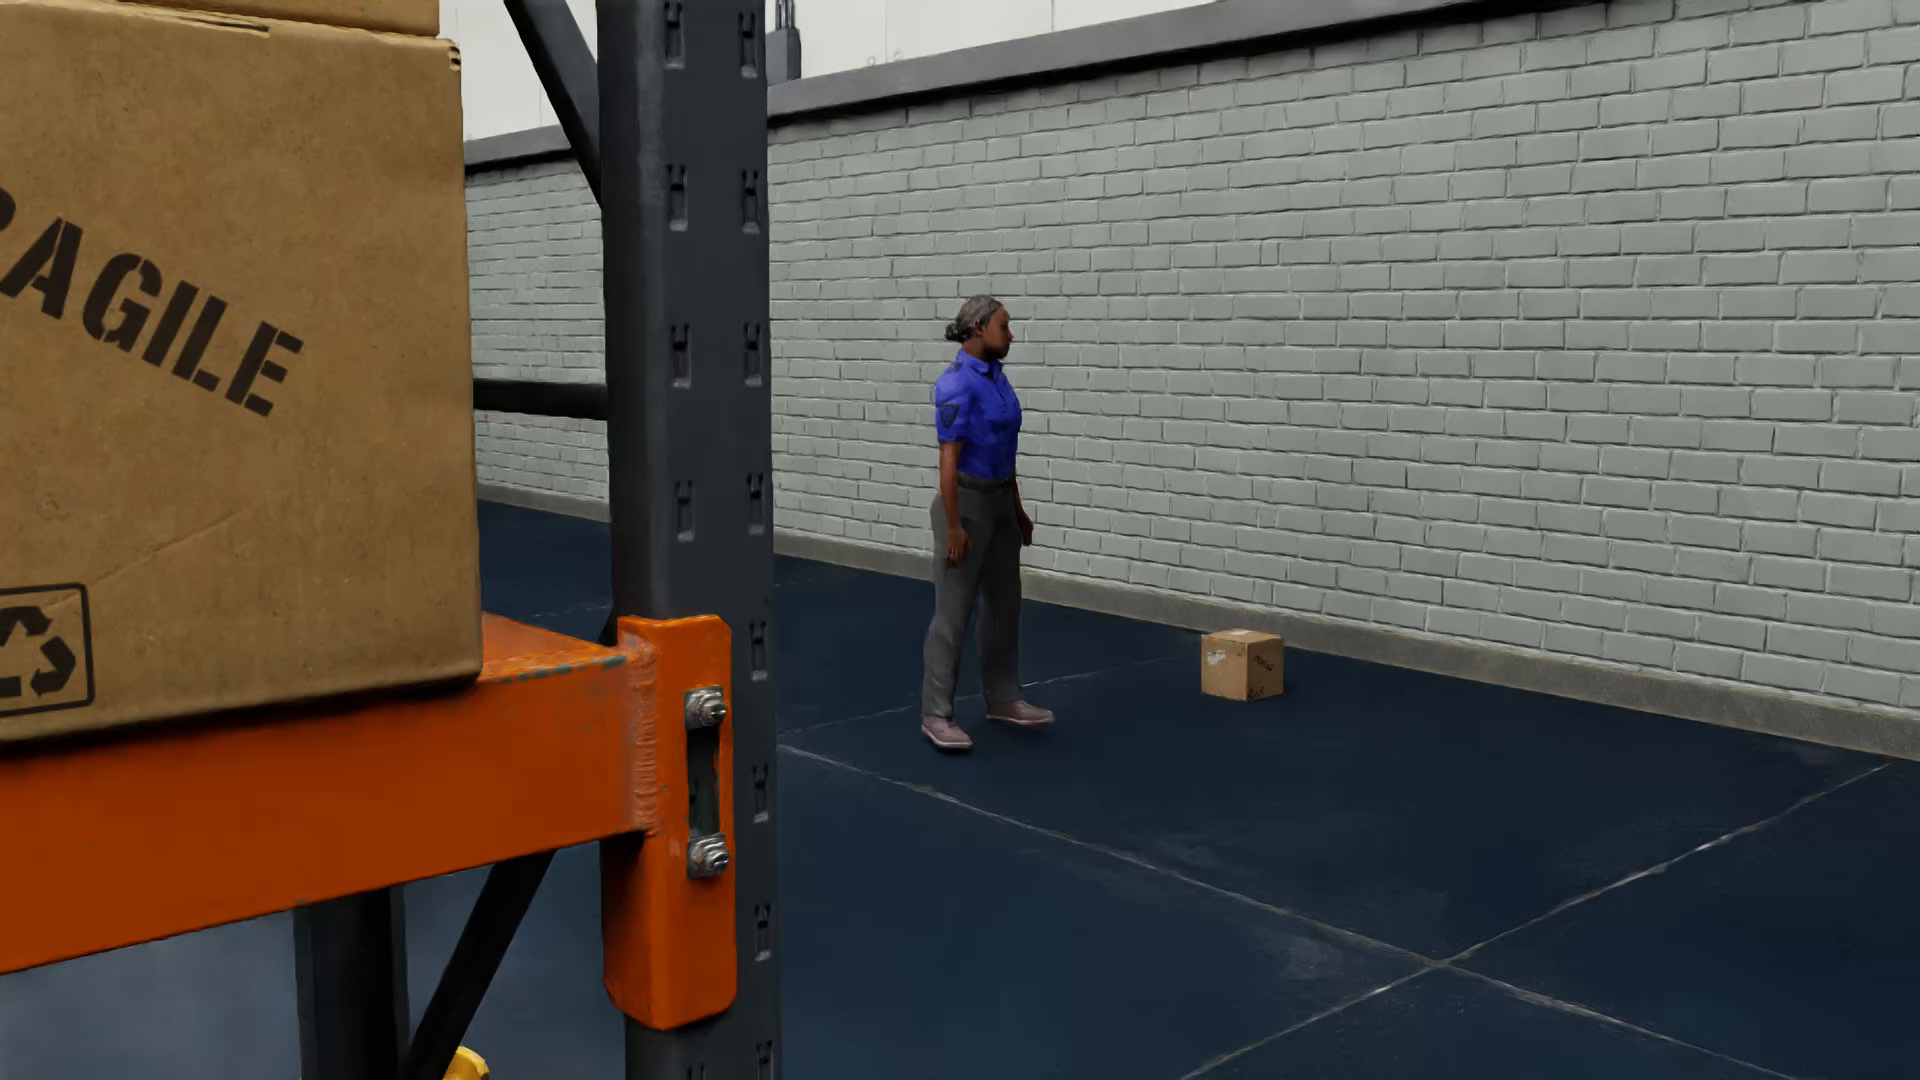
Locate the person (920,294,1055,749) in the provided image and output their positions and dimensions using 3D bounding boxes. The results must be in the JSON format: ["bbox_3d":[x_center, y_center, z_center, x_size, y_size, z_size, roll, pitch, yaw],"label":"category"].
[{"bbox_3d":[0.103,-0.081,6.230,0.437,1.666,0.535,4,9,28],"label":"person"}]
